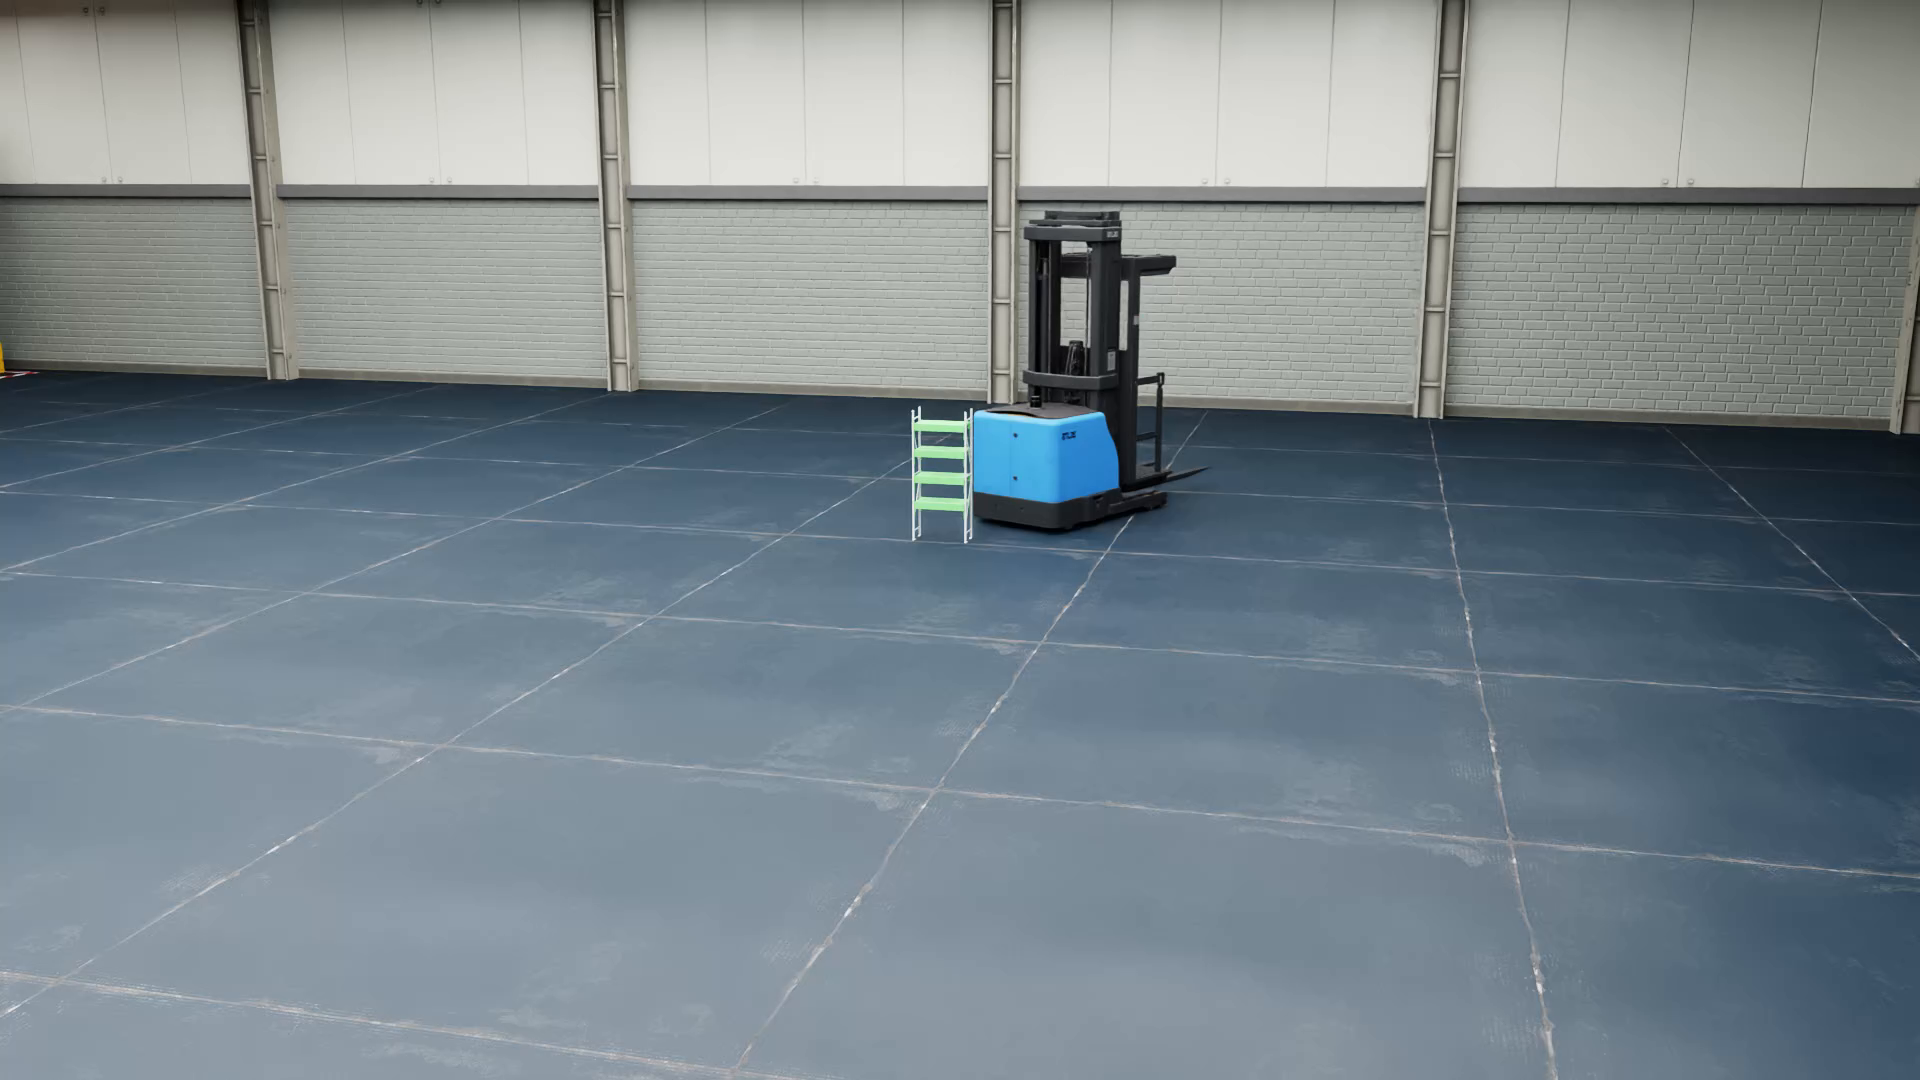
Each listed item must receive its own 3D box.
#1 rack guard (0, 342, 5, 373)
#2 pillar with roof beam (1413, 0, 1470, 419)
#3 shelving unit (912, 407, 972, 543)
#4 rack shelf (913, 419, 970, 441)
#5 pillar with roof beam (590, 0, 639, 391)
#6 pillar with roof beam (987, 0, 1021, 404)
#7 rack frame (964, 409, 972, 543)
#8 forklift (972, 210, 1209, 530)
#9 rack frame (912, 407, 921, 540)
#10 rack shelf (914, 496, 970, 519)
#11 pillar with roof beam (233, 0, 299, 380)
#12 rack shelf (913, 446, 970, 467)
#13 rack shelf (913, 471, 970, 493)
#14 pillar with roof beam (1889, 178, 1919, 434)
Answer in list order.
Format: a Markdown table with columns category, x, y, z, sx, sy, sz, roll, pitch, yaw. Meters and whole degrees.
| category | x | y | z | sx | sy | sz | roll | pitch | yaw |
| --- | --- | --- | --- | --- | --- | --- | --- | --- | --- |
| rack guard | -16.369 | -2.962 | 27.447 | 0.348 | 0.500 | 1.175 | 3 | 13 | 14 |
| pillar with roof beam | 5.417 | -5.187 | 17.855 | 0.400 | 9.000 | 9.100 | 3 | 13 | 14 |
| shelving unit | -0.161 | -0.594 | 15.159 | 0.503 | 1.200 | 0.258 | 3 | 13 | 14 |
| rack shelf | -0.161 | -1.001 | 15.069 | 0.480 | 0.148 | 0.258 | 3 | 13 | 14 |
| pillar with roof beam | -6.233 | -5.810 | 20.662 | 0.400 | 9.000 | 9.100 | 3 | 13 | 14 |
| pillar with roof beam | -0.408 | -5.499 | 19.259 | 0.400 | 9.000 | 9.100 | 3 | 13 | 14 |
| rack frame | 0.076 | -0.582 | 15.102 | 0.015 | 1.200 | 0.240 | 3 | 13 | 14 |
| forklift | 1.431 | -1.783 | 16.518 | 1.130 | 2.935 | 3.031 | 10 | 16 | 38 |
| rack frame | -0.398 | -0.607 | 15.216 | 0.015 | 1.200 | 0.240 | 3 | 13 | 14 |
| rack shelf | -0.161 | -0.298 | 15.225 | 0.480 | 0.148 | 0.258 | 3 | 13 | 14 |
| pillar with roof beam | -12.058 | -6.122 | 22.066 | 0.400 | 9.000 | 9.100 | 3 | 13 | 14 |
| rack shelf | -0.161 | -0.766 | 15.121 | 0.480 | 0.148 | 0.258 | 3 | 13 | 14 |
| rack shelf | -0.161 | -0.532 | 15.173 | 0.480 | 0.148 | 0.258 | 3 | 13 | 14 |
| pillar with roof beam | 11.243 | -4.876 | 16.452 | 0.400 | 9.000 | 9.100 | 3 | 13 | 14 |
